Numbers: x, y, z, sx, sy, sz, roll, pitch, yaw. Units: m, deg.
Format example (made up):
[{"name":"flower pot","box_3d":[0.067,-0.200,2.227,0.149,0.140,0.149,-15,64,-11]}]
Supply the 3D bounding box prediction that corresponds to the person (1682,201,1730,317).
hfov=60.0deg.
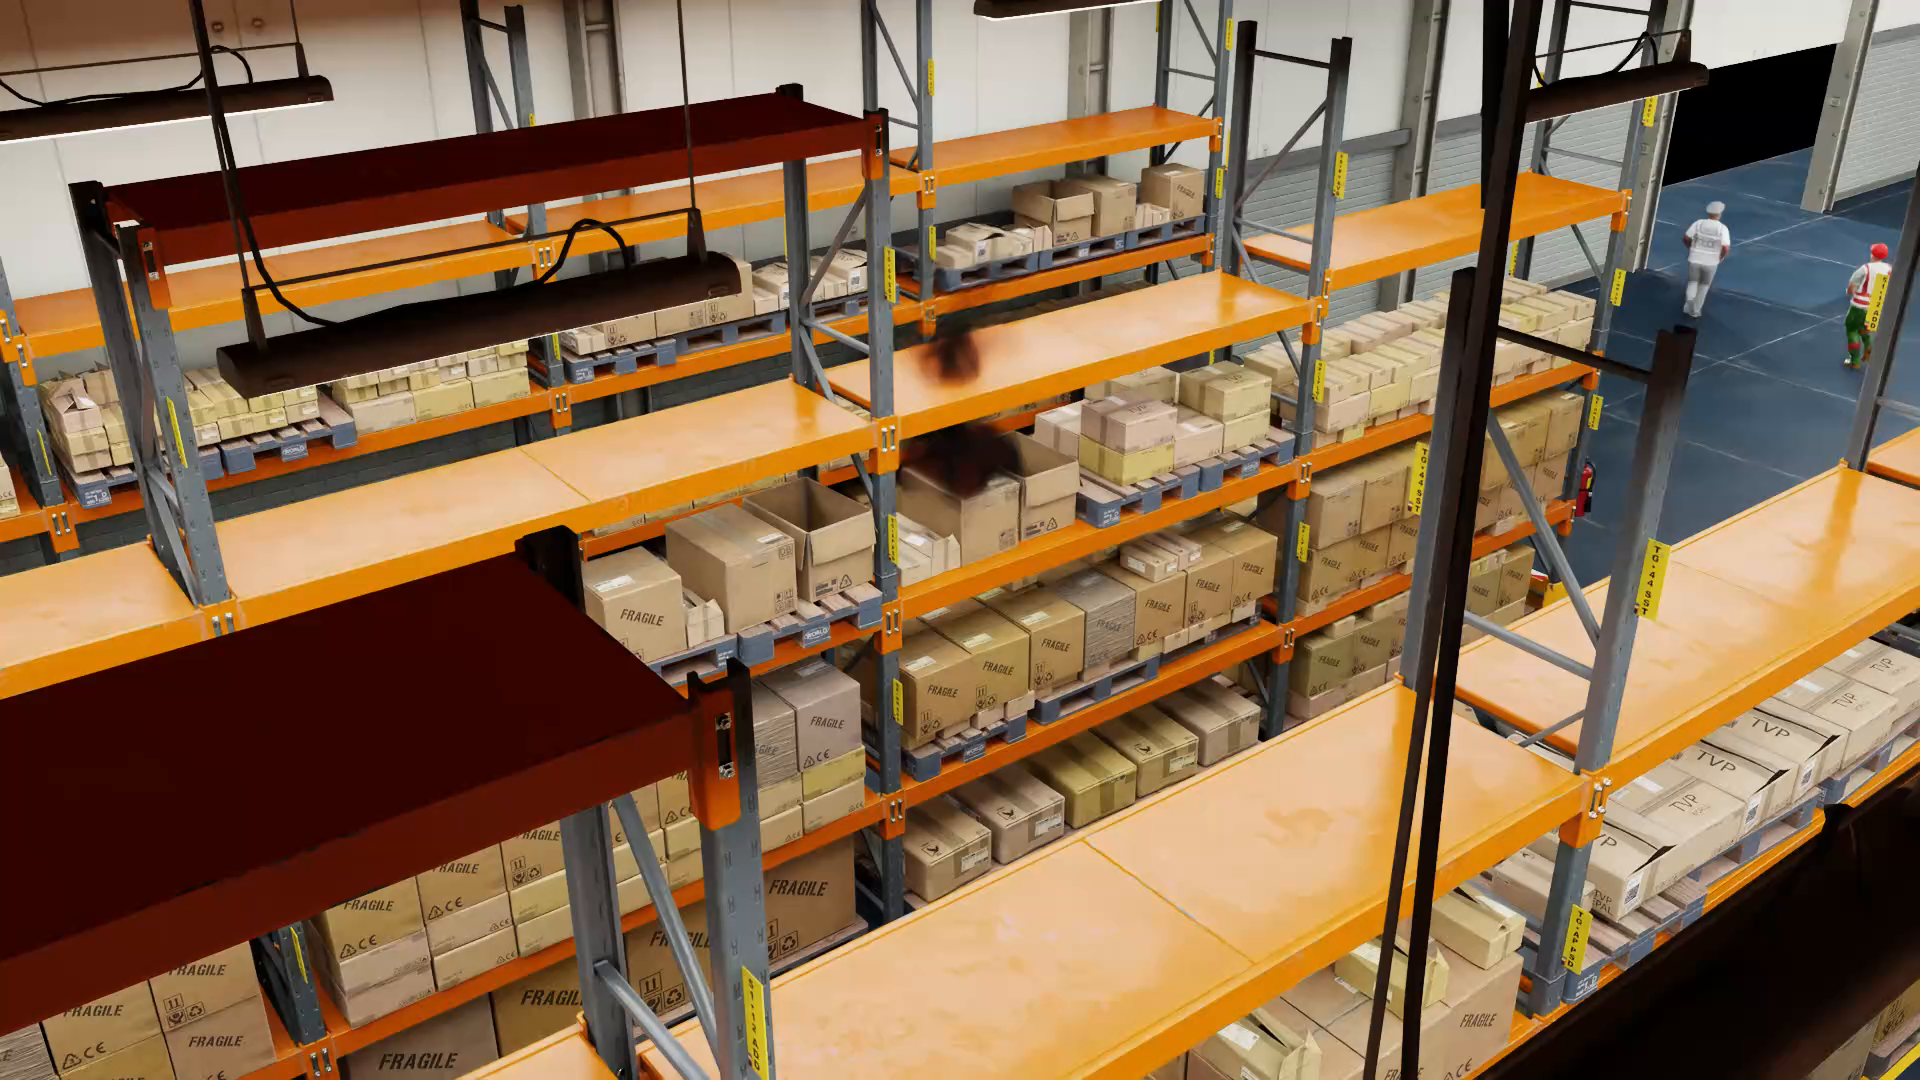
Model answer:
[{"name":"person","box_3d":[10.978,-4.127,24.569,0.658,1.756,0.591,17,31,31]}]

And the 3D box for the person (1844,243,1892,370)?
[{"name":"person","box_3d":[12.357,-3.219,22.707,0.656,1.739,0.587,0,26,-1]}]
